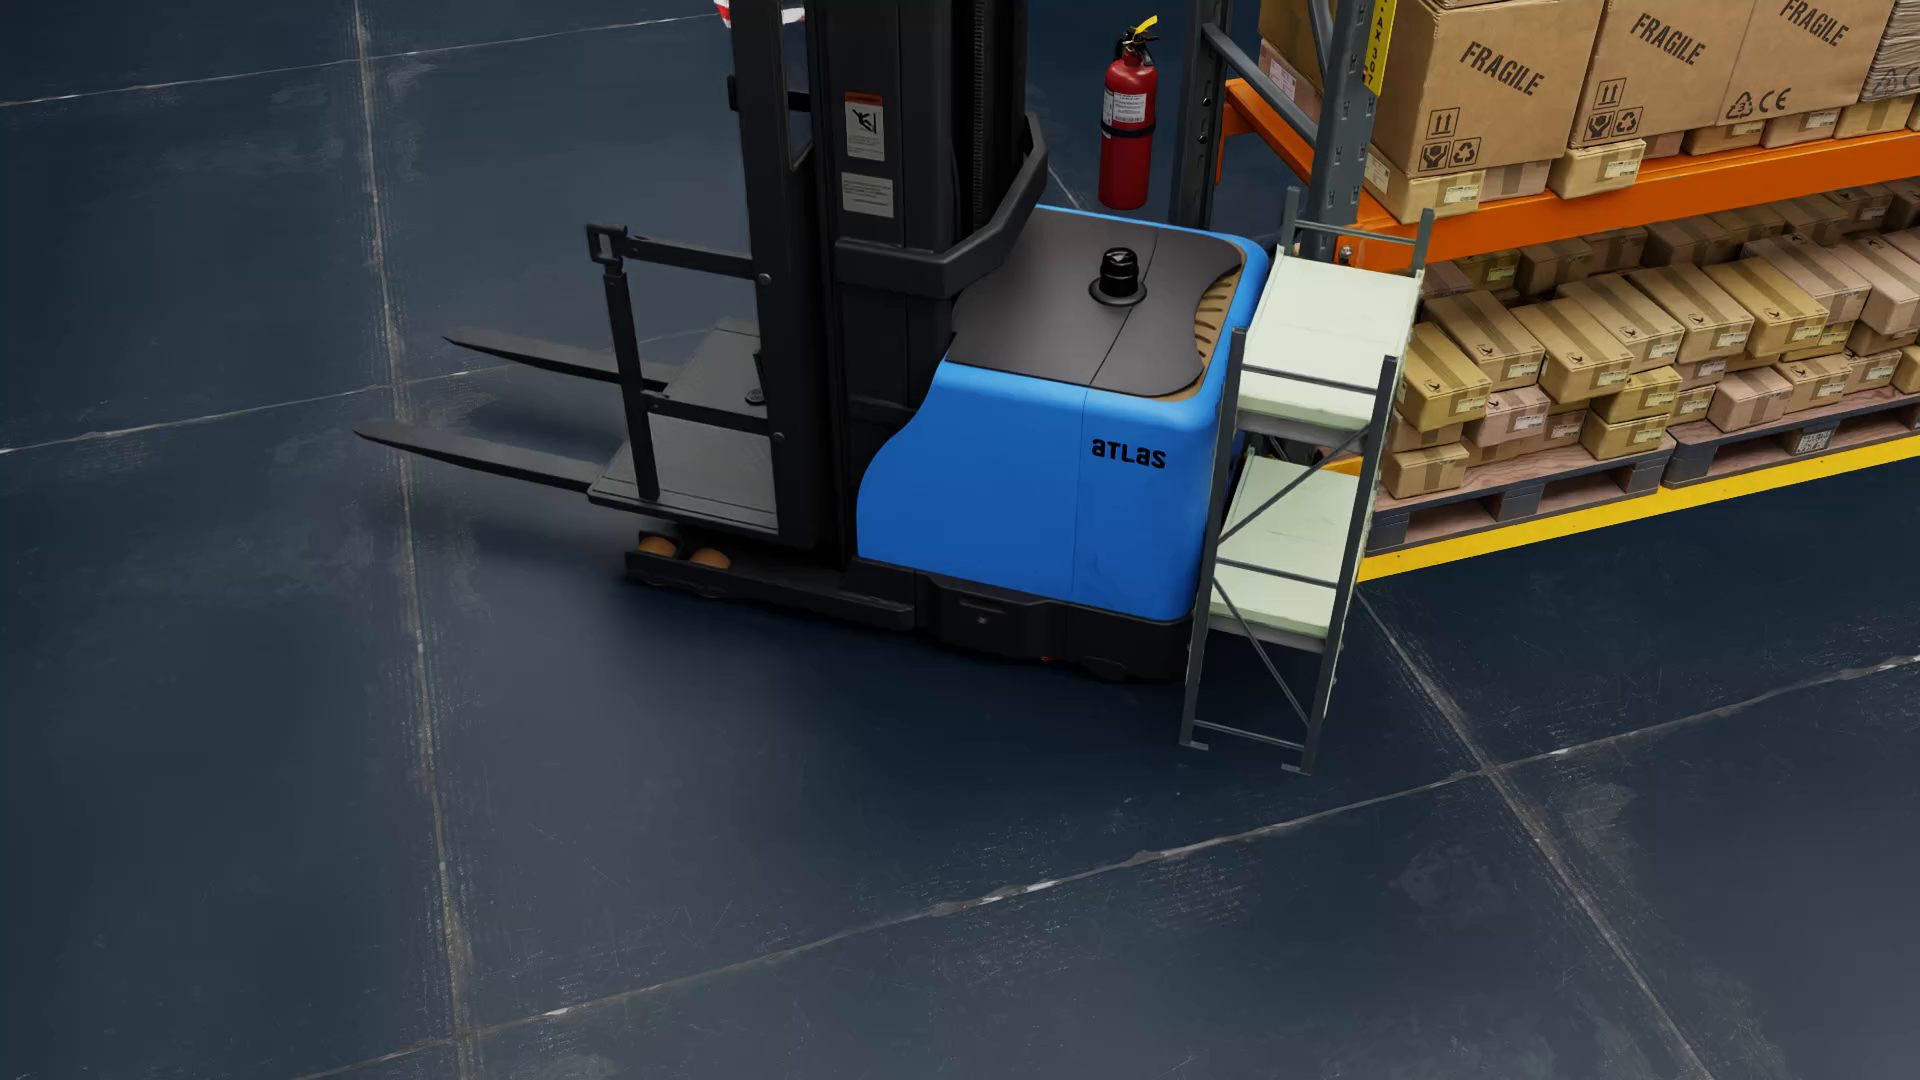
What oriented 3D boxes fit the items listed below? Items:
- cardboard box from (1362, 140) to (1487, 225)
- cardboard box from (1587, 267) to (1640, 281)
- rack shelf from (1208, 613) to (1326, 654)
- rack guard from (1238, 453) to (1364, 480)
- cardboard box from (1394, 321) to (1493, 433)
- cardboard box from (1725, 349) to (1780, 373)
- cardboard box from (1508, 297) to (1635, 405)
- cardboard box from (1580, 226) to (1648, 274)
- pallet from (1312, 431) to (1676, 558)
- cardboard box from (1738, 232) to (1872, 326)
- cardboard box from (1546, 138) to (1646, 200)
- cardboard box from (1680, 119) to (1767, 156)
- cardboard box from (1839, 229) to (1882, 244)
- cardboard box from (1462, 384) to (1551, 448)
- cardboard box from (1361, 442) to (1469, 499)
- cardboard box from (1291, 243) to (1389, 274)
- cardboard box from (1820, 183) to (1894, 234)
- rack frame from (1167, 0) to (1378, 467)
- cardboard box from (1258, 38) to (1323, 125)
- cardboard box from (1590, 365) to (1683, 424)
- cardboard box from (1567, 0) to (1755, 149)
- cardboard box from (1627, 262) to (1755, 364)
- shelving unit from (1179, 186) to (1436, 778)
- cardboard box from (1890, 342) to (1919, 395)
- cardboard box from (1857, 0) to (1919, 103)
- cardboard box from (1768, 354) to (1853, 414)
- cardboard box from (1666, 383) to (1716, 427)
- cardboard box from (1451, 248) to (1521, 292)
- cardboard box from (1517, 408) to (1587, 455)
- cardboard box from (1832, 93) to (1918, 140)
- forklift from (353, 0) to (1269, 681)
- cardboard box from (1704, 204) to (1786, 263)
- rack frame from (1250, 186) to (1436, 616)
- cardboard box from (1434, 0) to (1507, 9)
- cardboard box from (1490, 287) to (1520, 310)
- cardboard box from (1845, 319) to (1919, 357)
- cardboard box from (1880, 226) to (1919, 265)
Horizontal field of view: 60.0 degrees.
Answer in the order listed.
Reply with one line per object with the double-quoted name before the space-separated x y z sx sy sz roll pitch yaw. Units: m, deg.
"cardboard box" 1.339 -1.106 4.927 0.250 0.149 0.380 -12 43 -13
"cardboard box" 2.334 -1.037 6.278 0.250 0.149 0.380 -11 42 -12
"rack shelf" 0.974 0.056 4.933 0.332 0.071 0.664 13 43 14
"rack guard" 1.004 -0.416 5.846 0.348 0.500 1.175 -12 42 -13
"cardboard box" 1.533 -0.542 5.485 0.250 0.149 0.380 -14 43 -15
"cardboard box" 2.741 -0.778 5.983 0.250 0.149 0.380 -10 42 -11
"cardboard box" 2.039 -0.641 5.599 0.250 0.149 0.380 -12 43 -13
"cardboard box" 2.332 -1.159 6.192 0.250 0.149 0.380 -10 42 -11
"pallet" 1.789 -0.446 6.100 1.213 0.211 1.003 -12 42 -13
"cardboard box" 2.994 -0.924 5.923 0.250 0.149 0.380 -12 42 -13
"cardboard box" 1.842 -1.202 5.037 0.250 0.149 0.380 -13 43 -14
"cardboard box" 2.314 -1.378 5.238 0.250 0.149 0.380 -12 43 -13
"cardboard box" 3.341 -1.191 6.455 0.250 0.149 0.380 -10 42 -11
"cardboard box" 1.786 -0.500 5.664 0.250 0.149 0.380 -12 43 -13
"cardboard box" 1.527 -0.330 5.695 0.250 0.149 0.380 -11 42 -12
"cardboard box" 1.360 -0.915 5.913 0.250 0.149 0.380 -11 42 -13
"cardboard box" 3.340 -1.341 6.400 0.250 0.149 0.380 -11 42 -12
"rack frame" 0.931 -1.343 5.007 0.127 3.000 1.000 -12 42 -13
"cardboard box" 1.158 -1.490 5.366 0.250 0.149 0.380 -12 42 -13
"cardboard box" 2.271 -0.587 5.763 0.250 0.149 0.380 -10 42 -12
"cardboard box" 1.945 -1.529 4.919 0.500 0.500 0.500 -12 42 -13
"cardboard box" 2.518 -0.791 5.771 0.250 0.149 0.380 -10 42 -11
"shelving unit" 0.974 -0.136 4.766 0.431 1.500 0.755 13 43 14
"cardboard box" 3.488 -0.722 6.144 0.250 0.149 0.380 -12 43 -13
"cardboard box" 2.901 -1.723 5.140 0.500 0.500 0.500 -13 43 -14
"cardboard box" 2.999 -0.644 6.055 0.250 0.149 0.380 -12 42 -13
"cardboard box" 2.479 -0.578 5.980 0.250 0.149 0.380 -12 42 -13
"cardboard box" 1.826 -1.059 6.078 0.250 0.149 0.380 -13 43 -14
"cardboard box" 1.987 -0.486 5.874 0.250 0.149 0.380 -11 42 -13
"cardboard box" 2.811 -1.447 5.317 0.250 0.149 0.380 -10 42 -12
"forklift" -0.597 -1.205 4.950 3.031 2.867 1.129 12 43 13
"cardboard box" 2.858 -1.211 6.252 0.250 0.149 0.380 -11 42 -13
"rack frame" 1.093 -0.364 5.026 0.400 1.500 0.023 13 43 14
"cardboard box" 1.439 -1.791 4.458 0.500 0.500 0.500 -12 43 -13
"cardboard box" 1.844 -0.926 6.152 0.250 0.149 0.380 -13 43 -15
"cardboard box" 3.270 -0.852 6.067 0.250 0.149 0.380 -14 43 -15
"cardboard box" 3.517 -0.965 5.970 0.250 0.149 0.380 -14 43 -15
